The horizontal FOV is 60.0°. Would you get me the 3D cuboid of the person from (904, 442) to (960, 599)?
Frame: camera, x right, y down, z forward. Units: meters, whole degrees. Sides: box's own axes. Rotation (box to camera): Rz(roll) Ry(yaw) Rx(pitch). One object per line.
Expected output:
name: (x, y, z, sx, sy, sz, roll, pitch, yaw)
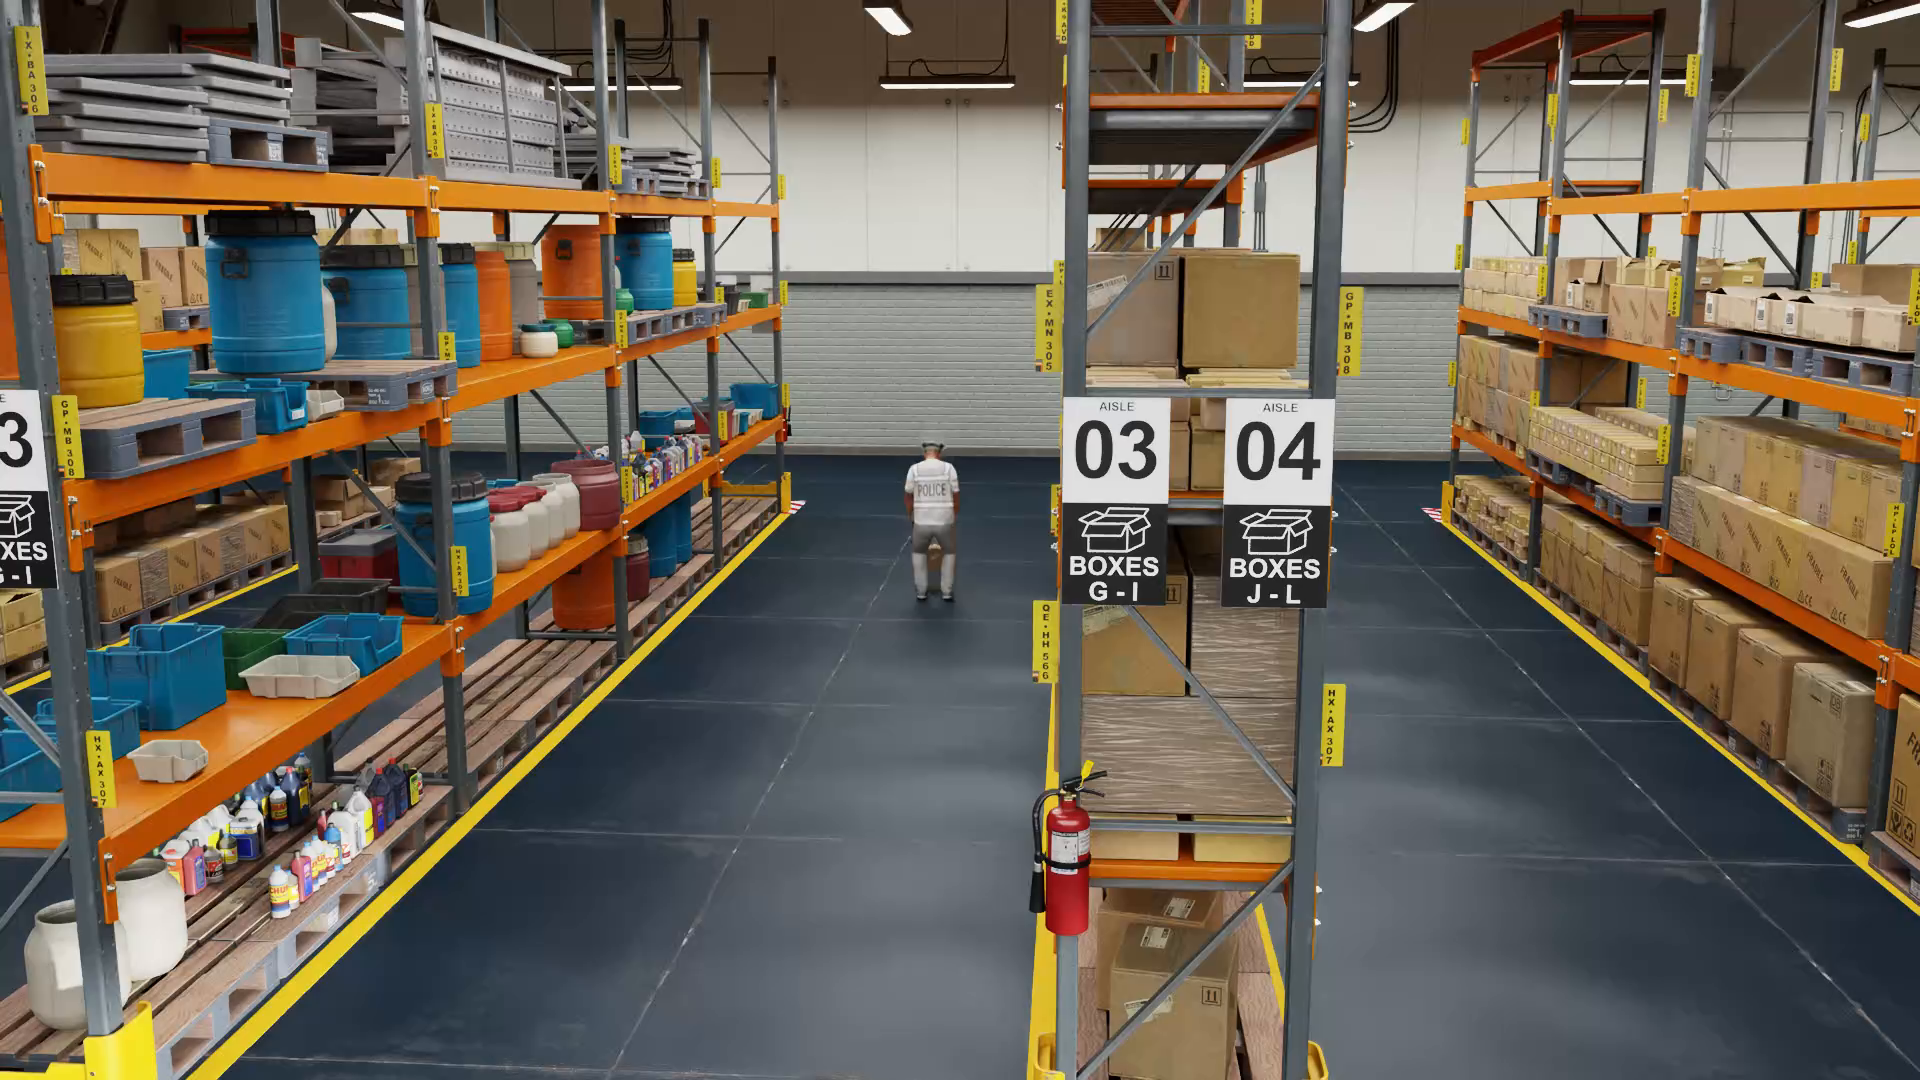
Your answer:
person: (-0.293, -0.197, 17.313, 0.575, 1.633, 0.609, 1, 11, 5)
